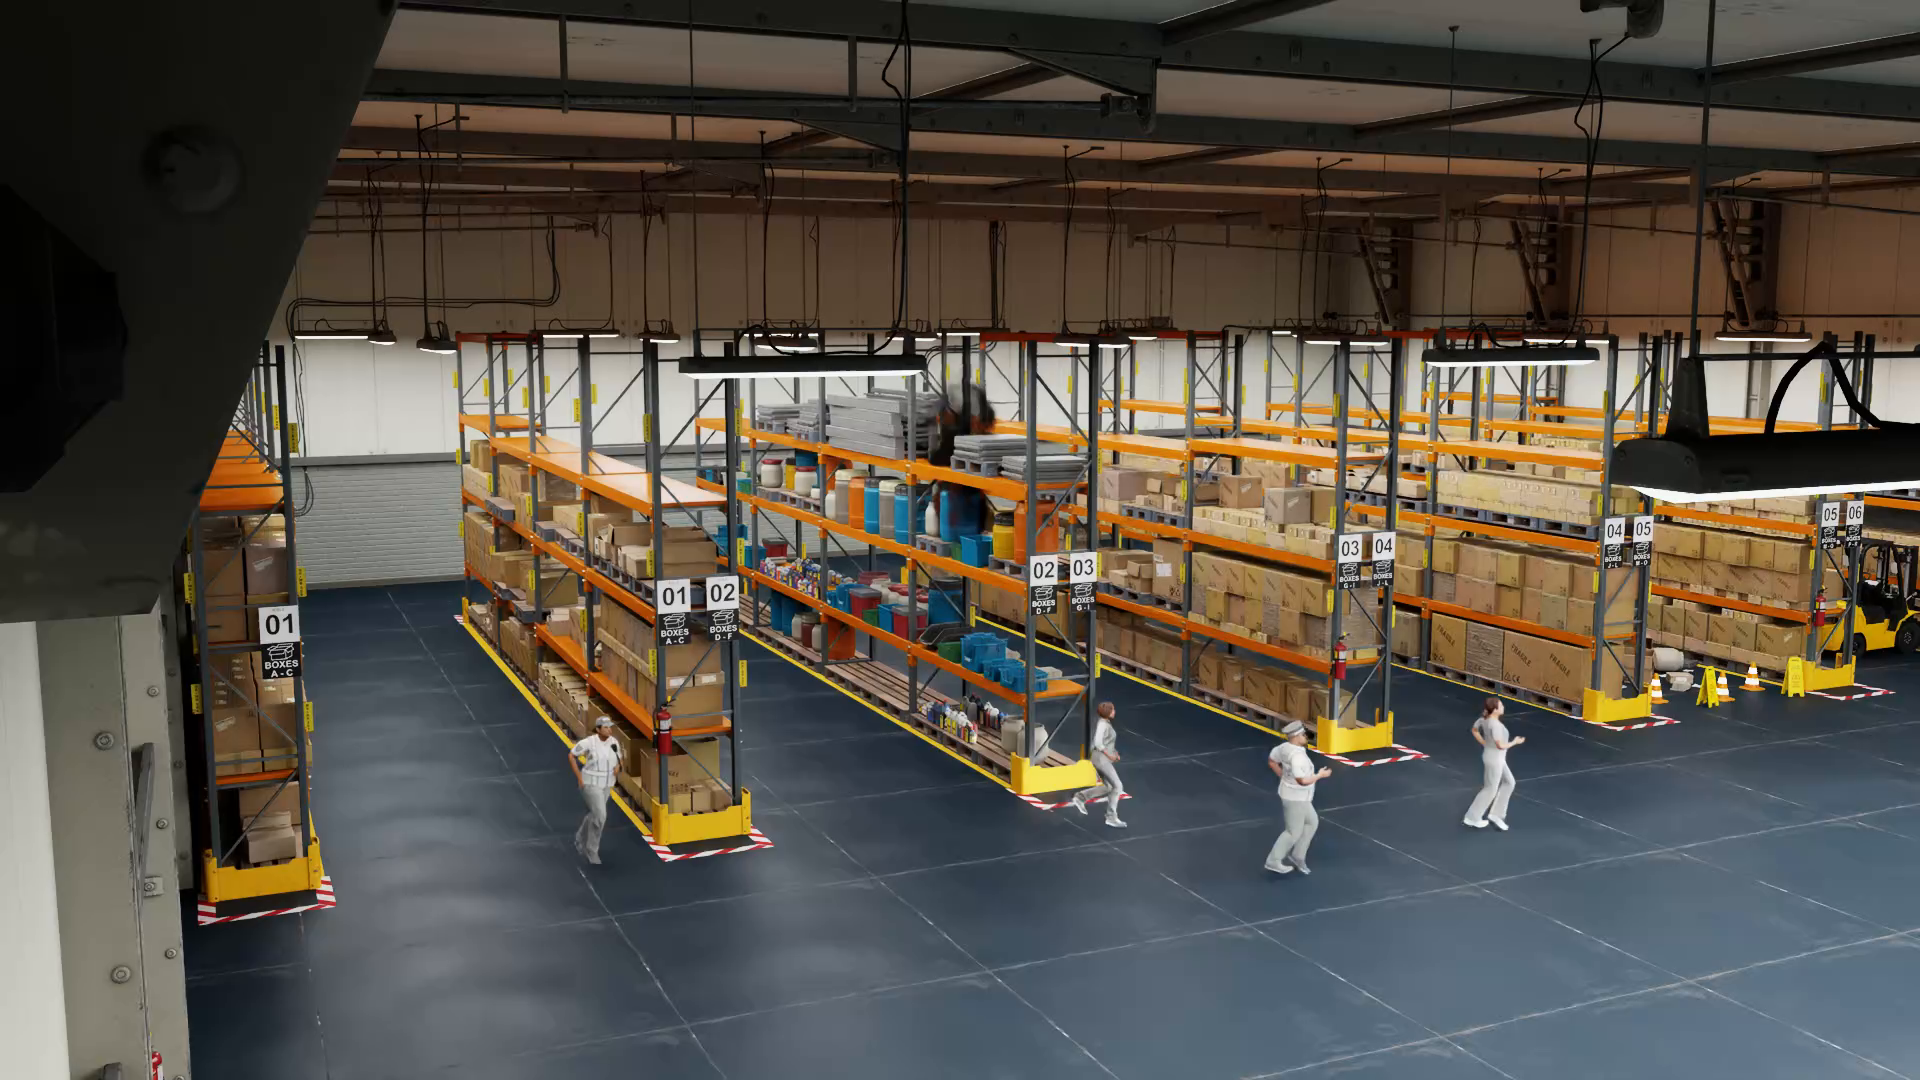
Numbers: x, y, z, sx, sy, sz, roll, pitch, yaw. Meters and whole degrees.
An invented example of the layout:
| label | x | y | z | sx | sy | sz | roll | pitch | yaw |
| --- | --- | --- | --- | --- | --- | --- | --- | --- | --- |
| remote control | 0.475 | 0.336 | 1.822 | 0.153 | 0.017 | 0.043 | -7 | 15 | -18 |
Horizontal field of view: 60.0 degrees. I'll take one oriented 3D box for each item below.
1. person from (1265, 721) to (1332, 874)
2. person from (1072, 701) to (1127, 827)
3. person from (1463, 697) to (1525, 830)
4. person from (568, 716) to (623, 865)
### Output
| label | x | y | z | sx | sy | sz | roll | pitch | yaw |
| --- | --- | --- | --- | --- | --- | --- | --- | --- | --- |
| person | 3.820 | 2.941 | 18.812 | 0.726 | 1.840 | 0.640 | 0 | 8 | 1 |
| person | 1.760 | 2.788 | 20.883 | 0.690 | 1.551 | 0.611 | 1 | 8 | 6 |
| person | 6.571 | 2.759 | 20.461 | 0.691 | 1.705 | 0.544 | 1 | 8 | 7 |
| person | -4.261 | 2.914 | 19.553 | 0.680 | 1.706 | 0.612 | 6 | 10 | 37 |
